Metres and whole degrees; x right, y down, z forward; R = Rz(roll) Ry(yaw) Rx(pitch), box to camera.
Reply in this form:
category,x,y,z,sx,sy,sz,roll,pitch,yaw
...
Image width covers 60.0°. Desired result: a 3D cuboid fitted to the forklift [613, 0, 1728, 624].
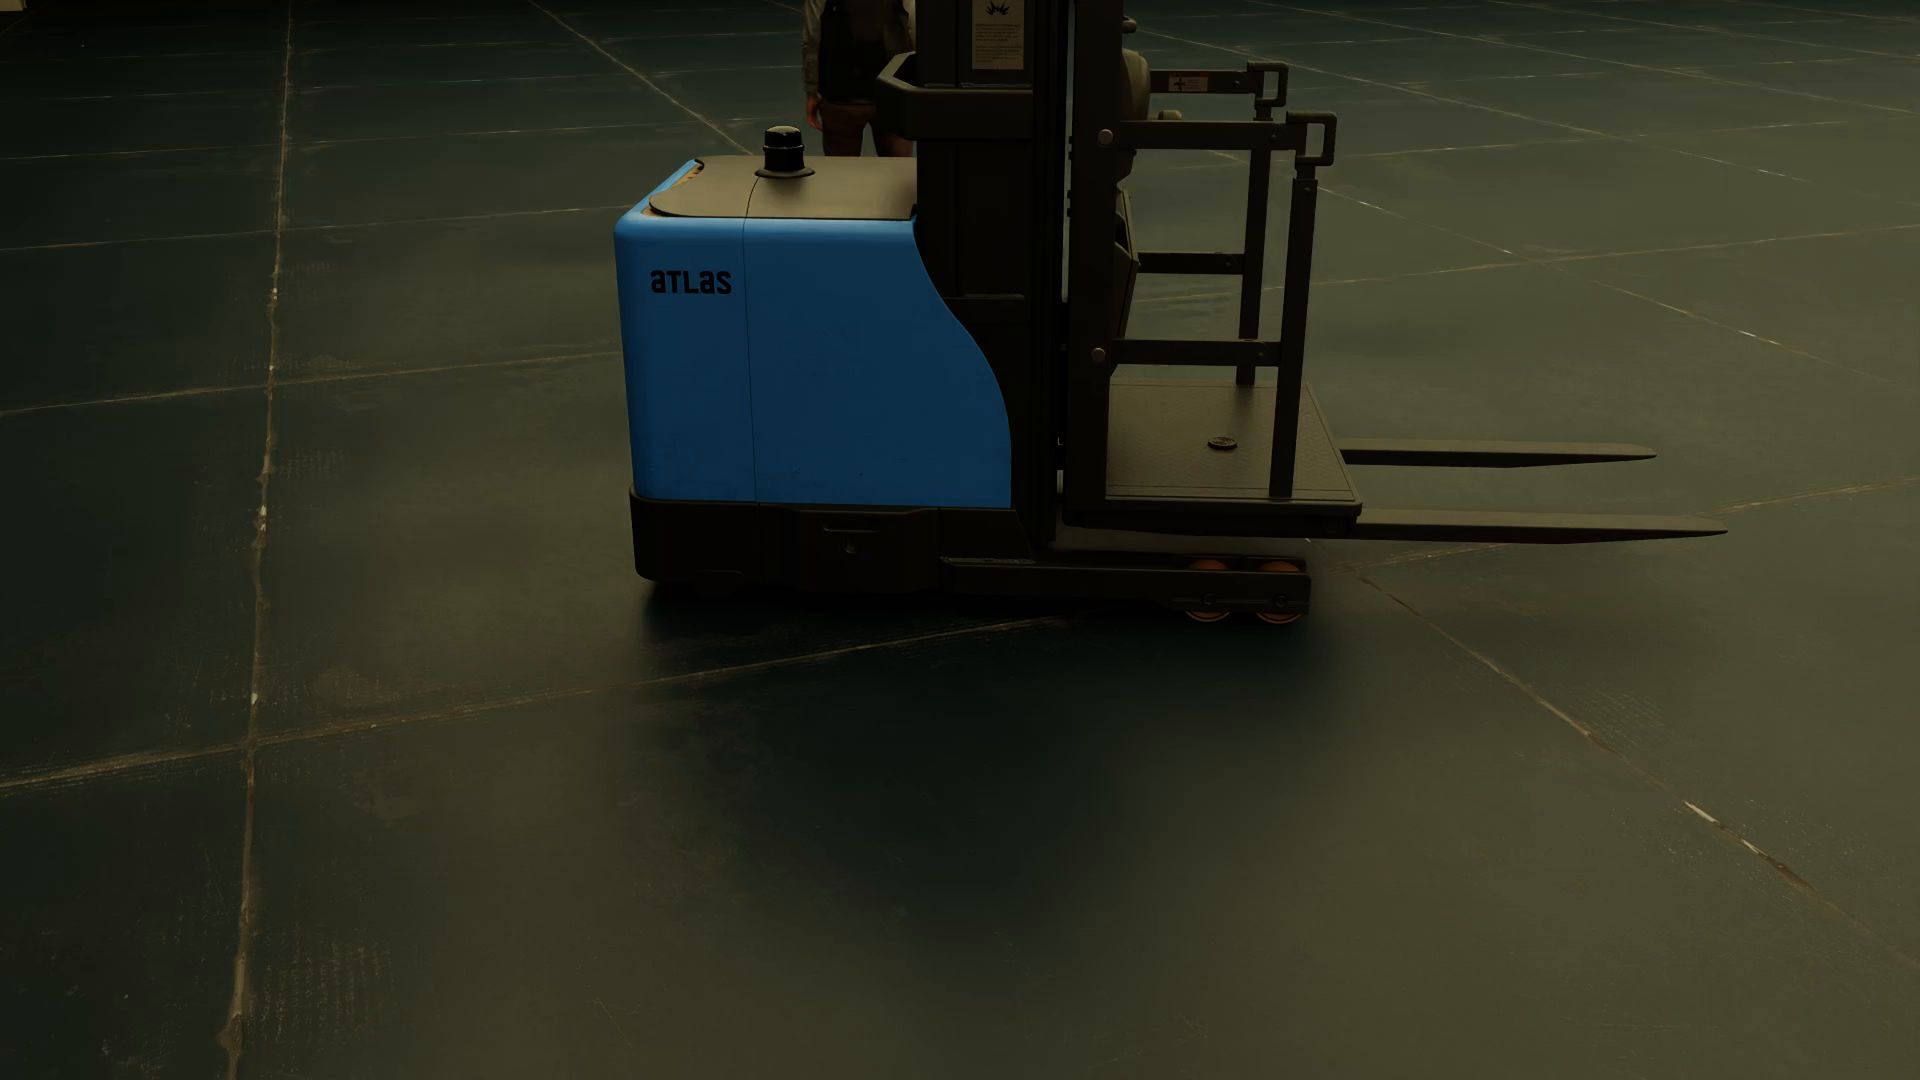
category,x,y,z,sx,sy,sz,roll,pitch,yaw
forklift,0.621,-1.336,4.475,3.031,2.935,1.130,1,23,3

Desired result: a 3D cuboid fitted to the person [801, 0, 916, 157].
category,x,y,z,sx,sy,sz,roll,pitch,yaw
person,-0.440,-2.042,7.720,0.581,1.719,0.426,-3,23,-8
